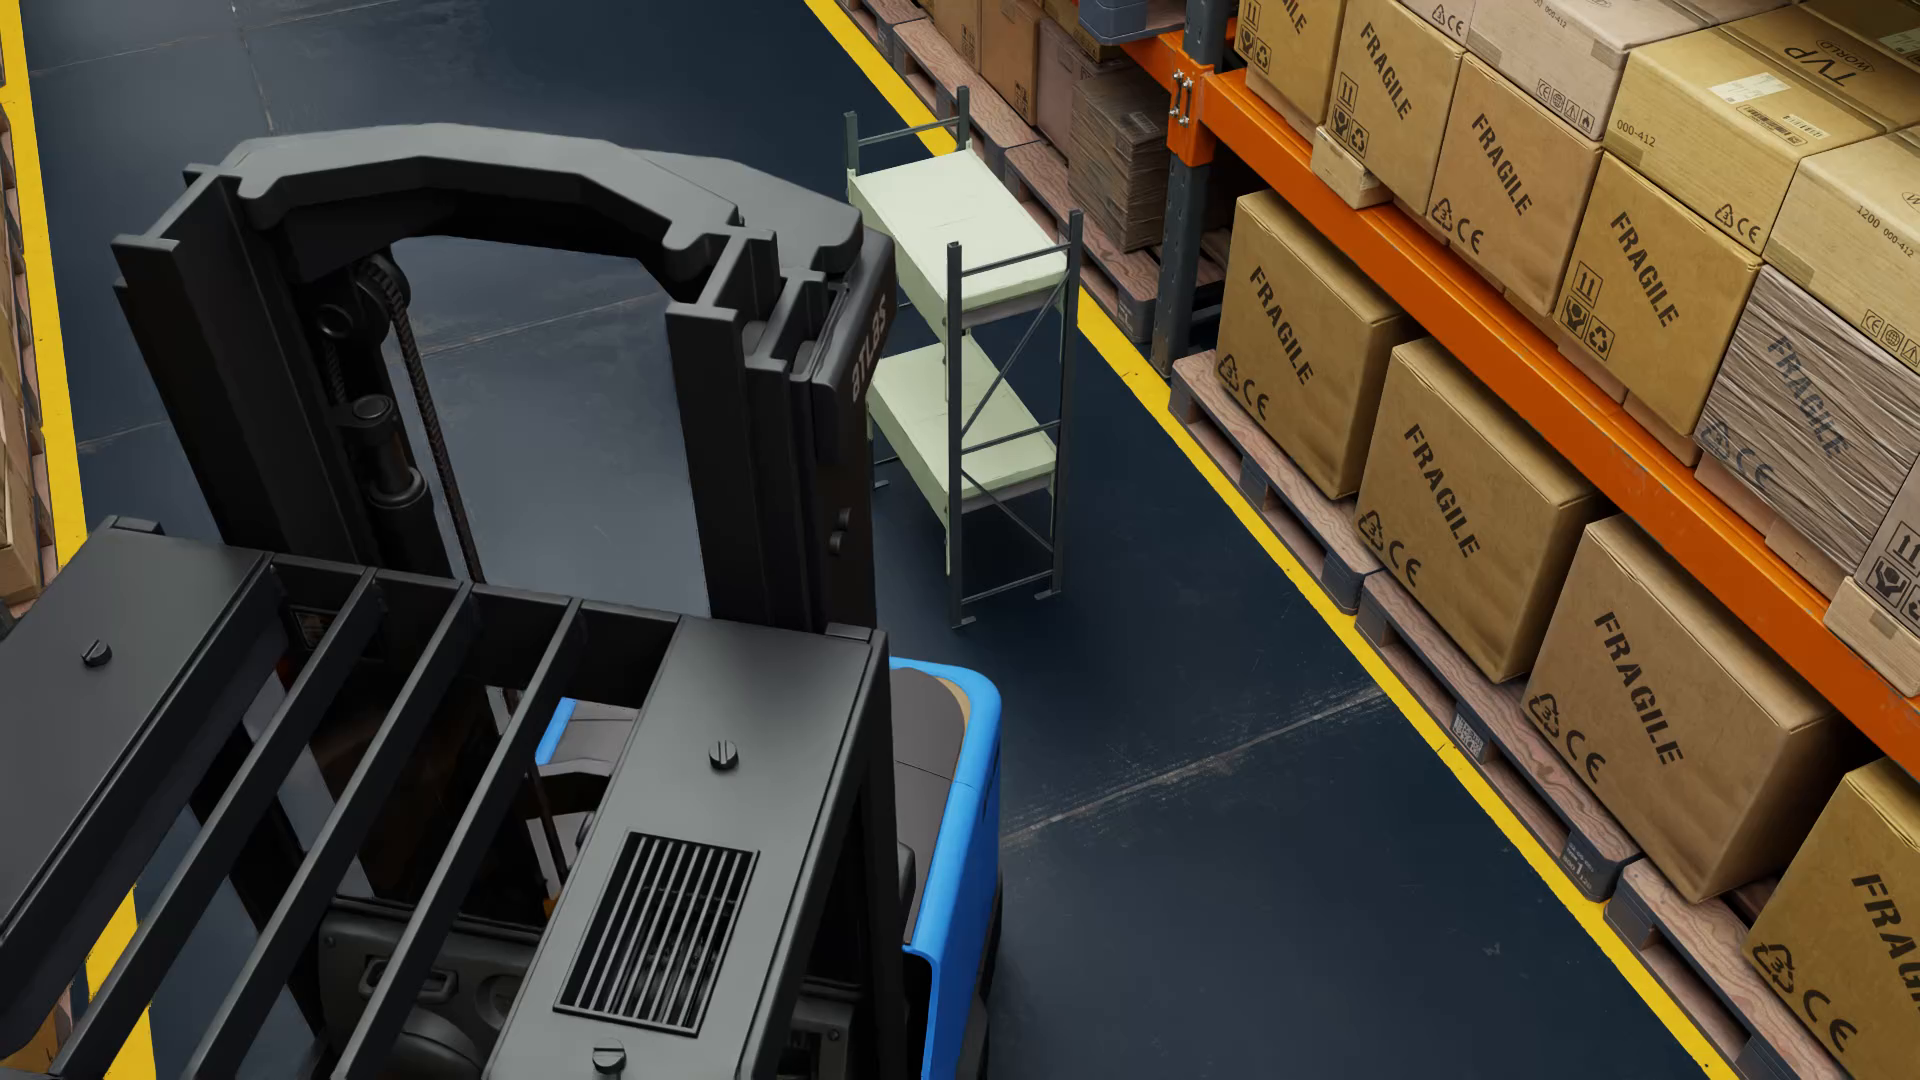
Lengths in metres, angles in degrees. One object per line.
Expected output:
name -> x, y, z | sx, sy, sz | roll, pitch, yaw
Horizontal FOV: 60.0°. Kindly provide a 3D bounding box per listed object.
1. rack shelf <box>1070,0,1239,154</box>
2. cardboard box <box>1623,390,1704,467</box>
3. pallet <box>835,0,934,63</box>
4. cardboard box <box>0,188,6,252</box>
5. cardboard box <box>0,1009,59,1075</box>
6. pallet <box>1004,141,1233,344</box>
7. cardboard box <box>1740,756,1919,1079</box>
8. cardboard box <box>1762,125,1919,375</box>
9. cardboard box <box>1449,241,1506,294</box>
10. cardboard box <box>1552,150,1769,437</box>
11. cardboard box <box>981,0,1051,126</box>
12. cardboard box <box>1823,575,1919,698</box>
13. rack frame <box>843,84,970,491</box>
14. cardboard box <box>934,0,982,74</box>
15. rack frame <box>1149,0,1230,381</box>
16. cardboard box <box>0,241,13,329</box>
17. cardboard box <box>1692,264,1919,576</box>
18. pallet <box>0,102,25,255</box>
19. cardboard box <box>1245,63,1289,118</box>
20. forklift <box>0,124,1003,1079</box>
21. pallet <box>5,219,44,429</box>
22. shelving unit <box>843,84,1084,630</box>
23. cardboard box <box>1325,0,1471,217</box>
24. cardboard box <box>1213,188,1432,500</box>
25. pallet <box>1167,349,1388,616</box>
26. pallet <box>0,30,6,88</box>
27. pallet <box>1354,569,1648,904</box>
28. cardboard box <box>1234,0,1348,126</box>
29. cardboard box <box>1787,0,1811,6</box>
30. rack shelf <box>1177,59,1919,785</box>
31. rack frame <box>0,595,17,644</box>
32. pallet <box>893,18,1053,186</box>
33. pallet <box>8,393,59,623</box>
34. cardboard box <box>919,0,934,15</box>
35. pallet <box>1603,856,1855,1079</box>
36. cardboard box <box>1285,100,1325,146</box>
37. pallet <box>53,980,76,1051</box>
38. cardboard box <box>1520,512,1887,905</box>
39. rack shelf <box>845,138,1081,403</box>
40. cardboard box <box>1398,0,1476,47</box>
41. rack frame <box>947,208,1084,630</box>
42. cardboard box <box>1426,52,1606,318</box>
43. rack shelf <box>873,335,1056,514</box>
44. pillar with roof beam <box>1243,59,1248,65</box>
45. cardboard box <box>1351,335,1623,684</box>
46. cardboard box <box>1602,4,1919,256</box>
rack shelf -> 0.372, -2.881, 7.046 | 1.077, 0.370, 4.000 | -18, 47, -17
cardboard box -> 1.901, -0.358, 4.142 | 0.380, 0.149, 0.250 | -17, 47, -16
pallet -> -0.140, -2.923, 8.562 | 1.003, 0.211, 1.213 | -18, 47, -17
cardboard box -> -4.097, -1.290, 6.580 | 0.500, 0.250, 0.500 | -17, 47, -17
cardboard box -> -2.456, 1.192, 3.872 | 0.500, 0.500, 0.500 | -20, 48, -19
pallet -> 0.886, -1.368, 6.987 | 1.003, 0.211, 1.213 | -18, 47, -17
cardboard box -> 2.504, 0.926, 3.907 | 0.750, 0.750, 0.750 | -18, 47, -17
cardboard box -> 2.046, -0.605, 3.396 | 0.500, 0.250, 0.500 | -17, 47, -17
cardboard box -> 1.609, -0.858, 4.648 | 0.380, 0.149, 0.250 | -17, 47, -17
cardboard box -> 1.831, -0.644, 3.969 | 0.500, 0.500, 0.500 | -17, 47, -16
cardboard box -> 0.518, -2.244, 7.355 | 0.700, 0.500, 0.500 | -18, 47, -18
cardboard box -> 2.136, 0.154, 3.623 | 0.380, 0.149, 0.250 | -18, 47, -17
rack frame -> -0.157, -0.771, 5.464 | 0.400, 1.500, 0.023 | -18, 47, -17
cardboard box -> 0.297, -2.563, 7.678 | 0.700, 0.500, 0.500 | -18, 47, -17
rack frame -> 1.213, -1.863, 5.502 | 1.000, 3.000, 0.127 | -18, 47, -17
cardboard box -> -3.885, -0.965, 6.251 | 0.500, 0.250, 0.500 | -17, 47, -17
cardboard box -> 2.046, -0.327, 3.648 | 0.500, 0.500, 0.500 | -18, 47, -17
pallet -> -4.616, -1.496, 7.116 | 1.003, 0.211, 1.213 | -18, 47, -17
cardboard box -> 1.142, -1.502, 5.301 | 0.380, 0.149, 0.250 | -19, 48, -18
forklift -> -0.681, 1.004, 2.692 | 1.129, 2.867, 3.031 | 8, 45, 8
pallet -> -4.099, -0.717, 6.327 | 1.003, 0.211, 1.213 | -18, 47, -17
shelving unit -> -0.003, -0.538, 5.228 | 0.431, 1.500, 0.755 | -18, 47, -17
cardboard box -> 1.397, -1.290, 4.624 | 0.500, 0.500, 0.500 | -17, 47, -16
cardboard box -> 1.404, -0.740, 5.595 | 0.750, 0.750, 0.750 | -19, 48, -18
pallet -> 1.477, -0.345, 5.950 | 1.003, 0.211, 1.213 | -18, 47, -17
pallet -> -5.258, -2.473, 8.106 | 1.003, 0.211, 1.213 | -18, 47, -17
pallet -> 1.986, 0.431, 5.163 | 1.003, 0.211, 1.213 | -18, 47, -17
cardboard box -> 1.185, -1.626, 4.965 | 0.500, 0.500, 0.500 | -17, 47, -16
cardboard box -> 2.067, -1.407, 4.209 | 0.500, 0.250, 0.500 | -19, 48, -18
rack shelf -> 2.054, -0.332, 4.463 | 1.077, 0.370, 4.000 | -18, 47, -17
rack frame -> -3.280, -0.397, 4.017 | 1.000, 3.000, 0.127 | -18, 47, -17
pallet -> 0.377, -2.145, 7.773 | 1.003, 0.211, 1.213 | -18, 47, -17
pallet -> -3.590, 0.059, 5.540 | 1.003, 0.211, 1.213 | -18, 47, -17
cardboard box -> 0.119, -2.900, 8.020 | 0.700, 0.500, 0.500 | -19, 48, -18
pallet -> 2.502, 1.210, 4.374 | 1.003, 0.211, 1.213 | -18, 47, -17
cardboard box -> 1.240, -1.339, 5.136 | 0.380, 0.149, 0.250 | -17, 47, -17
pallet -> -3.000, 1.082, 4.503 | 1.003, 0.211, 1.213 | -18, 47, -17
cardboard box -> 2.128, 0.361, 4.480 | 0.750, 0.750, 0.750 | -17, 47, -16
rack shelf -> -0.003, -0.816, 4.953 | 0.431, 0.370, 0.720 | -18, 47, -17
cardboard box -> 1.397, -1.570, 4.375 | 0.500, 0.250, 0.500 | -19, 48, -18
rack frame -> 0.151, -0.305, 4.991 | 0.400, 1.500, 0.023 | -18, 47, -17
cardboard box -> 1.605, -0.973, 4.303 | 0.500, 0.500, 0.500 | -18, 47, -18
rack shelf -> -0.003, -0.376, 5.388 | 0.368, 0.124, 0.686 | -18, 47, -17
pillar with roof beam -> -2.454, -3.811, 3.205 | 9.100, 9.000, 0.400 | -18, 47, -17
cardboard box -> 1.766, -0.179, 5.028 | 0.750, 0.750, 0.750 | -18, 47, -18
cardboard box -> 1.831, -0.929, 3.725 | 0.500, 0.250, 0.500 | -19, 48, -18
